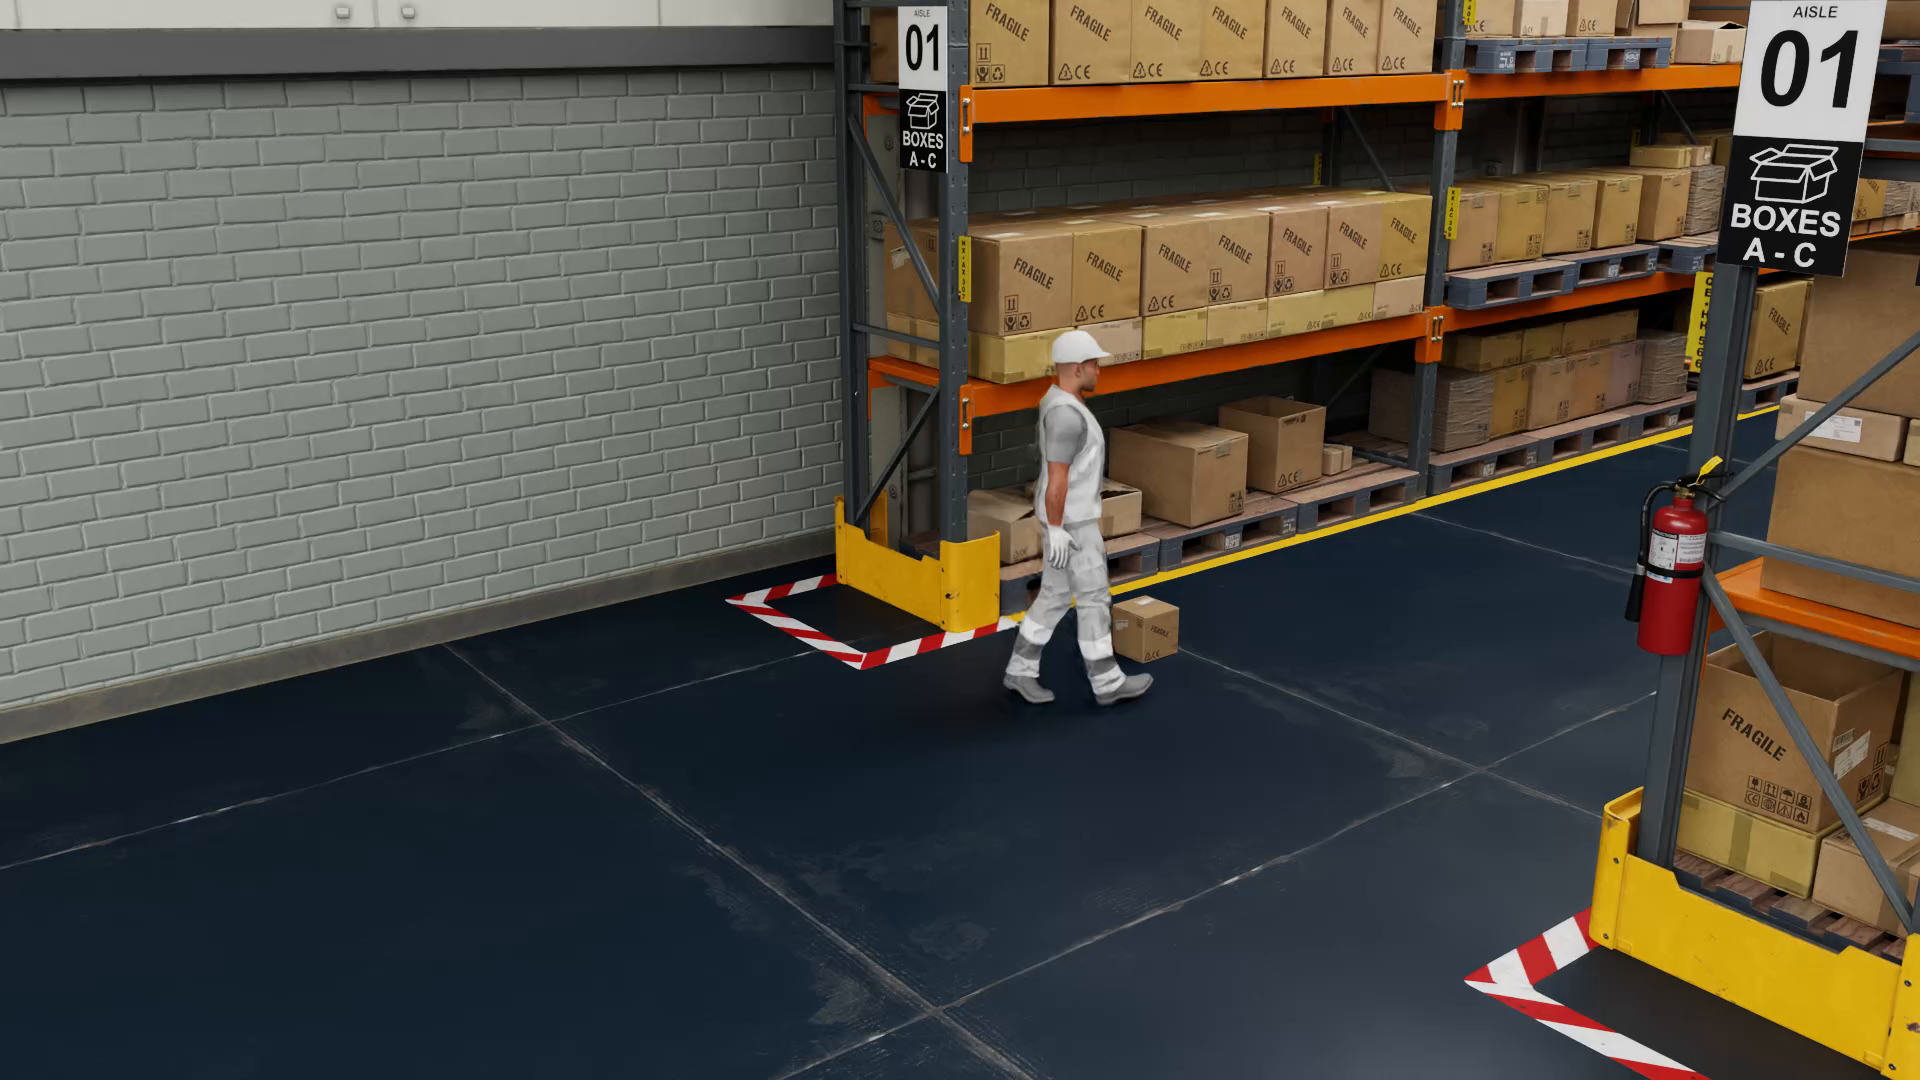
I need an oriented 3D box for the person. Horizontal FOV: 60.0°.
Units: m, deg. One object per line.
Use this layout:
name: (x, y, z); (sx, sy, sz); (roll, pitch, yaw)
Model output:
person: (0.570, -0.092, 7.802); (0.723, 1.781, 0.564); (0, 18, 0)
